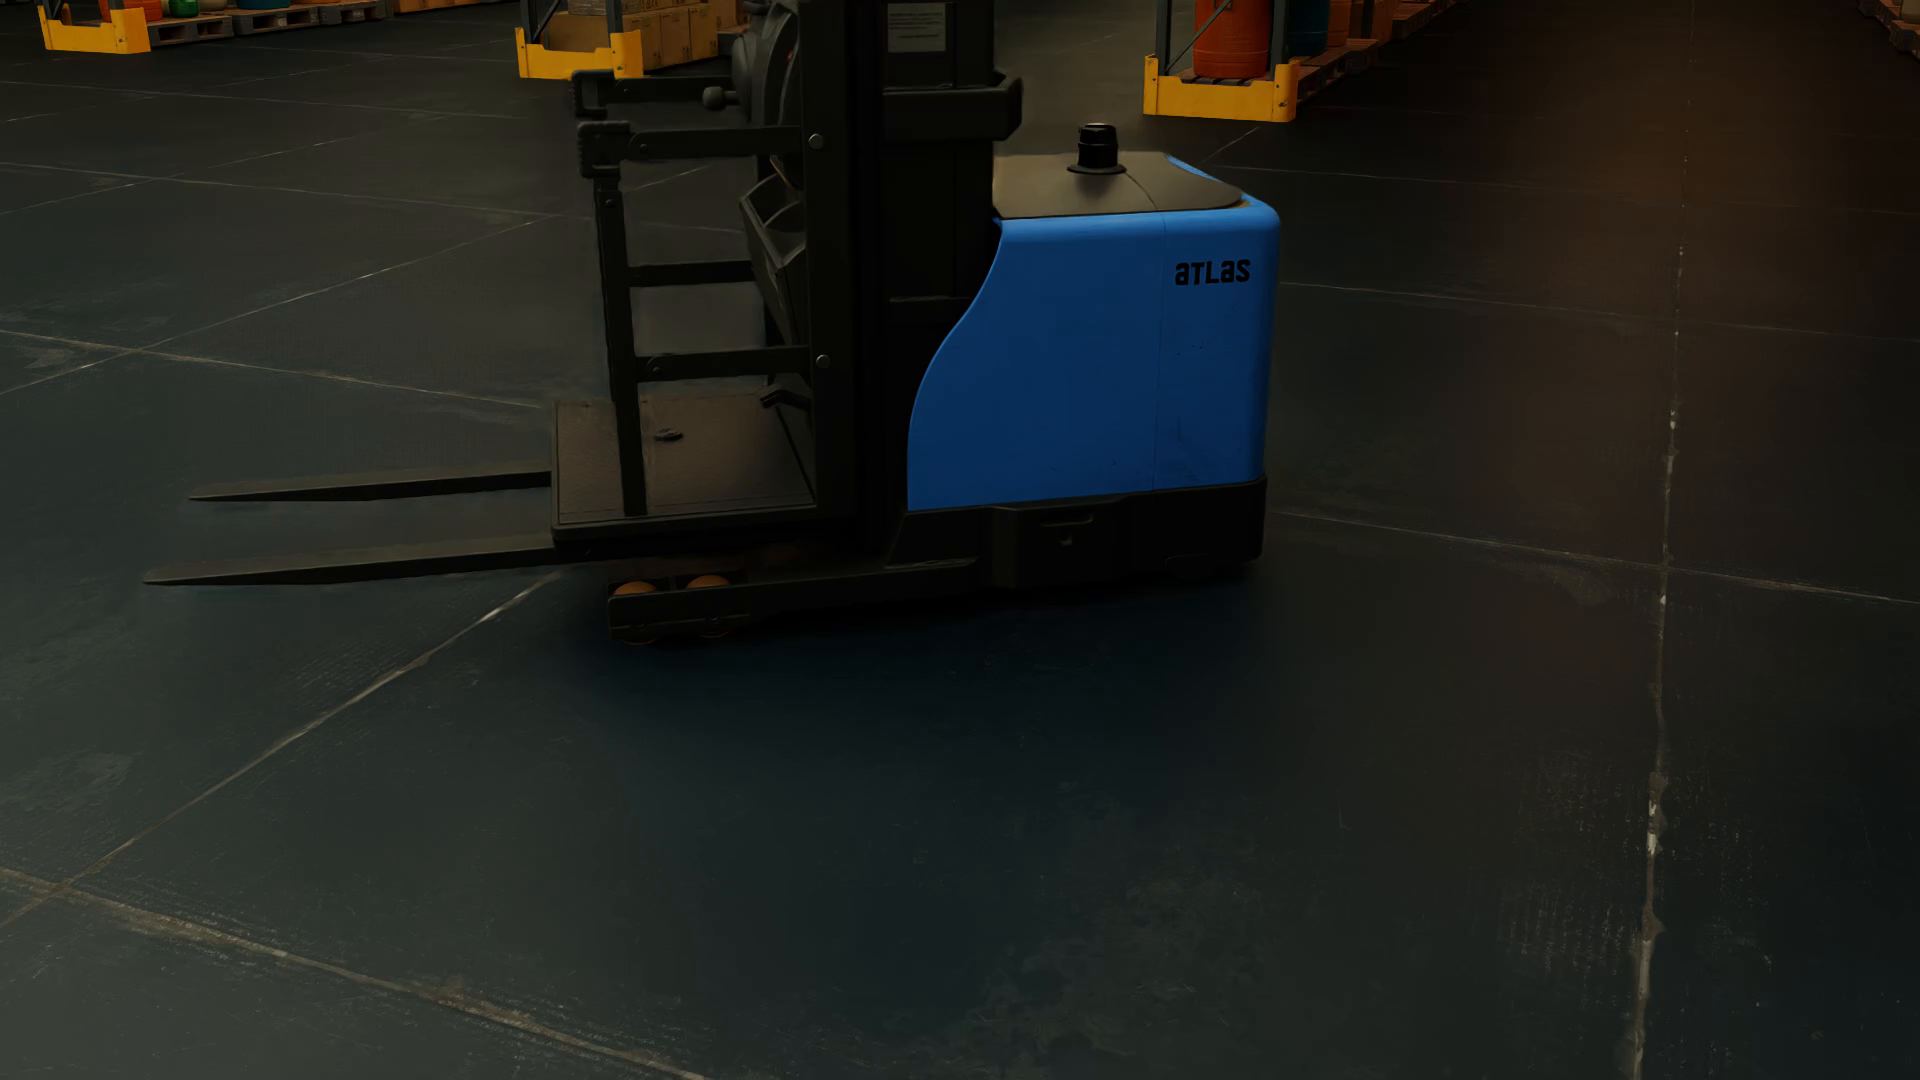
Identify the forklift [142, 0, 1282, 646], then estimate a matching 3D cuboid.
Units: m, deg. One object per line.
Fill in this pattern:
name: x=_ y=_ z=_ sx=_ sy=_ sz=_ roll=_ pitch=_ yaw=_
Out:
forklift: x=-0.694 y=-1.295 z=4.391 sx=3.031 sy=2.935 sz=1.130 roll=-5 pitch=23 yaw=-12
